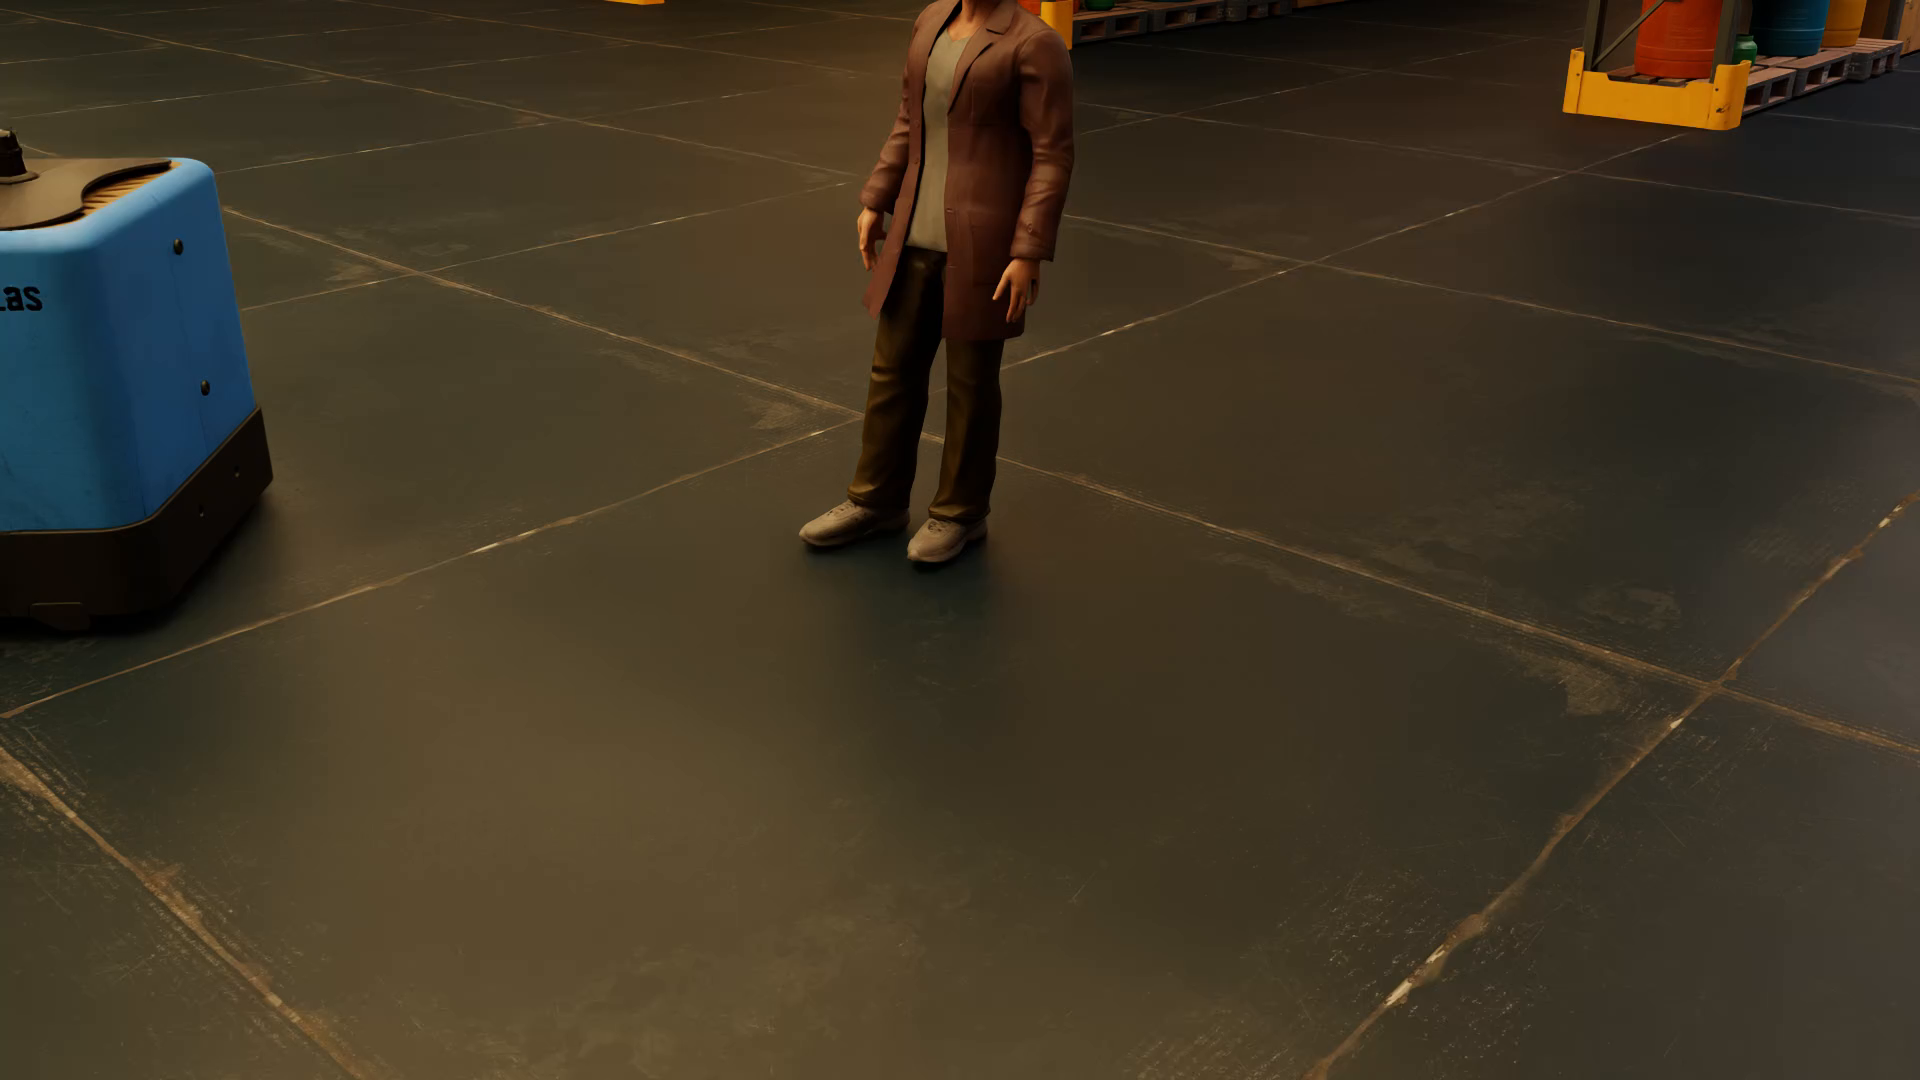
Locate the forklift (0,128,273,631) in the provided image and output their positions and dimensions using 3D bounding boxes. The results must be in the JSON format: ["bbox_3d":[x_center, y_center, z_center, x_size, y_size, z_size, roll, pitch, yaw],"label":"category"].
[{"bbox_3d":[-3.641,-1.251,4.180,3.031,2.935,1.130,-2,24,-4],"label":"forklift"}]

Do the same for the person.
[{"bbox_3d":[-0.065,-0.795,4.559,0.696,1.776,0.582,20,31,38],"label":"person"}]
